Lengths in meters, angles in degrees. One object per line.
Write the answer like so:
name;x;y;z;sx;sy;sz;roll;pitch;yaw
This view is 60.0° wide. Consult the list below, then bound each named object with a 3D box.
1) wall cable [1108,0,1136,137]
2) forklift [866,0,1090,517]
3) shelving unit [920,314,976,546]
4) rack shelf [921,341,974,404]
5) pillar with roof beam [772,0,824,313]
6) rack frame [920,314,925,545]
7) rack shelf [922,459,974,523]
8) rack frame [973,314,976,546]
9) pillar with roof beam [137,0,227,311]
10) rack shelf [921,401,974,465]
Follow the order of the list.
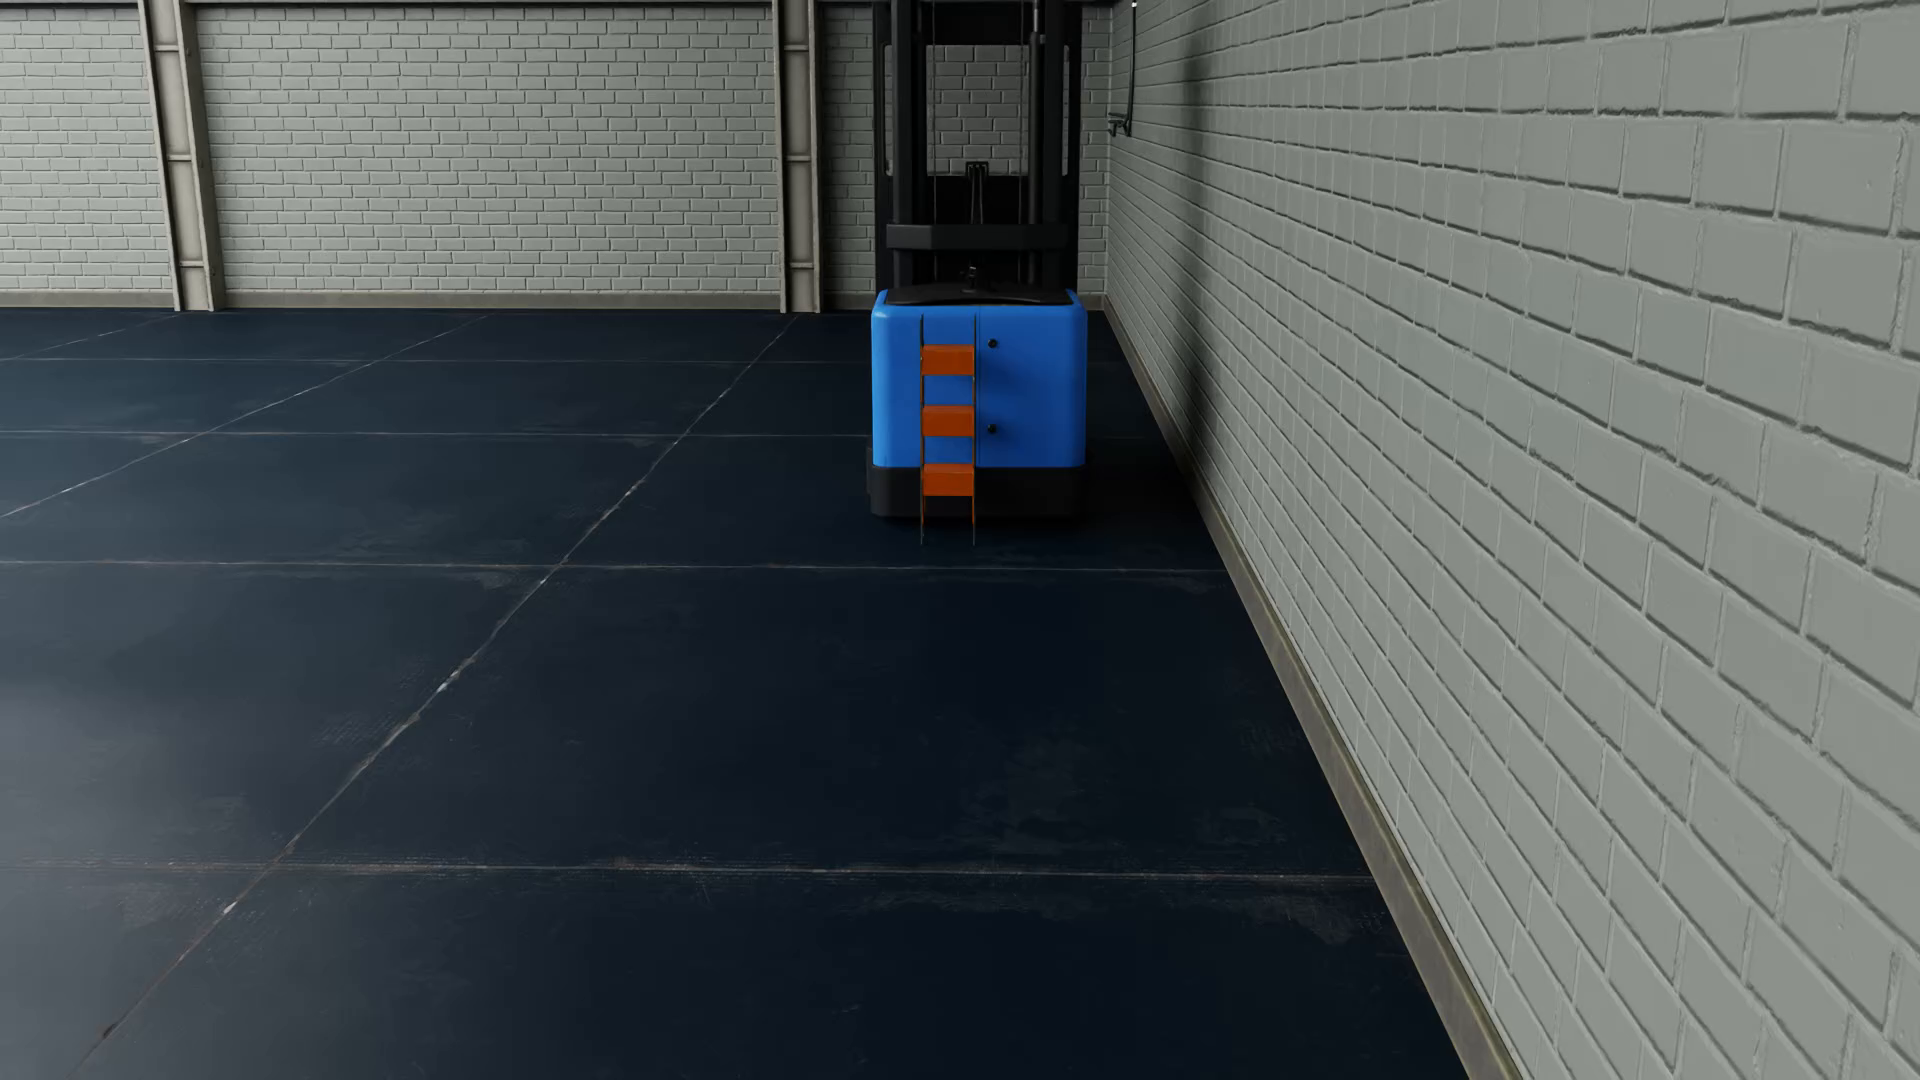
wall cable;1.357;-4.754;14.307;0.112;2.526;3.097;0;15;1
forklift;0.086;-1.844;9.082;1.130;2.935;3.031;0;15;0
shelving unit;-0.053;-0.508;7.707;0.252;1.050;0.215;0;15;1
rack shelf;-0.054;-0.772;7.638;0.240;0.259;0.215;0;15;1
pillar with roof beam;-1.664;-5.514;11.101;0.400;9.000;9.100;0;15;1
rack frame;-0.175;-0.509;7.710;0.008;1.050;0.200;0;15;1
rack shelf;-0.053;-0.229;7.781;0.240;0.259;0.215;0;15;1
rack frame;0.068;-0.507;7.704;0.008;1.050;0.200;0;15;1
pillar with roof beam;-7.662;-5.553;11.249;0.400;9.000;9.100;0;15;1
rack shelf;-0.054;-0.498;7.710;0.240;0.259;0.215;0;15;1
